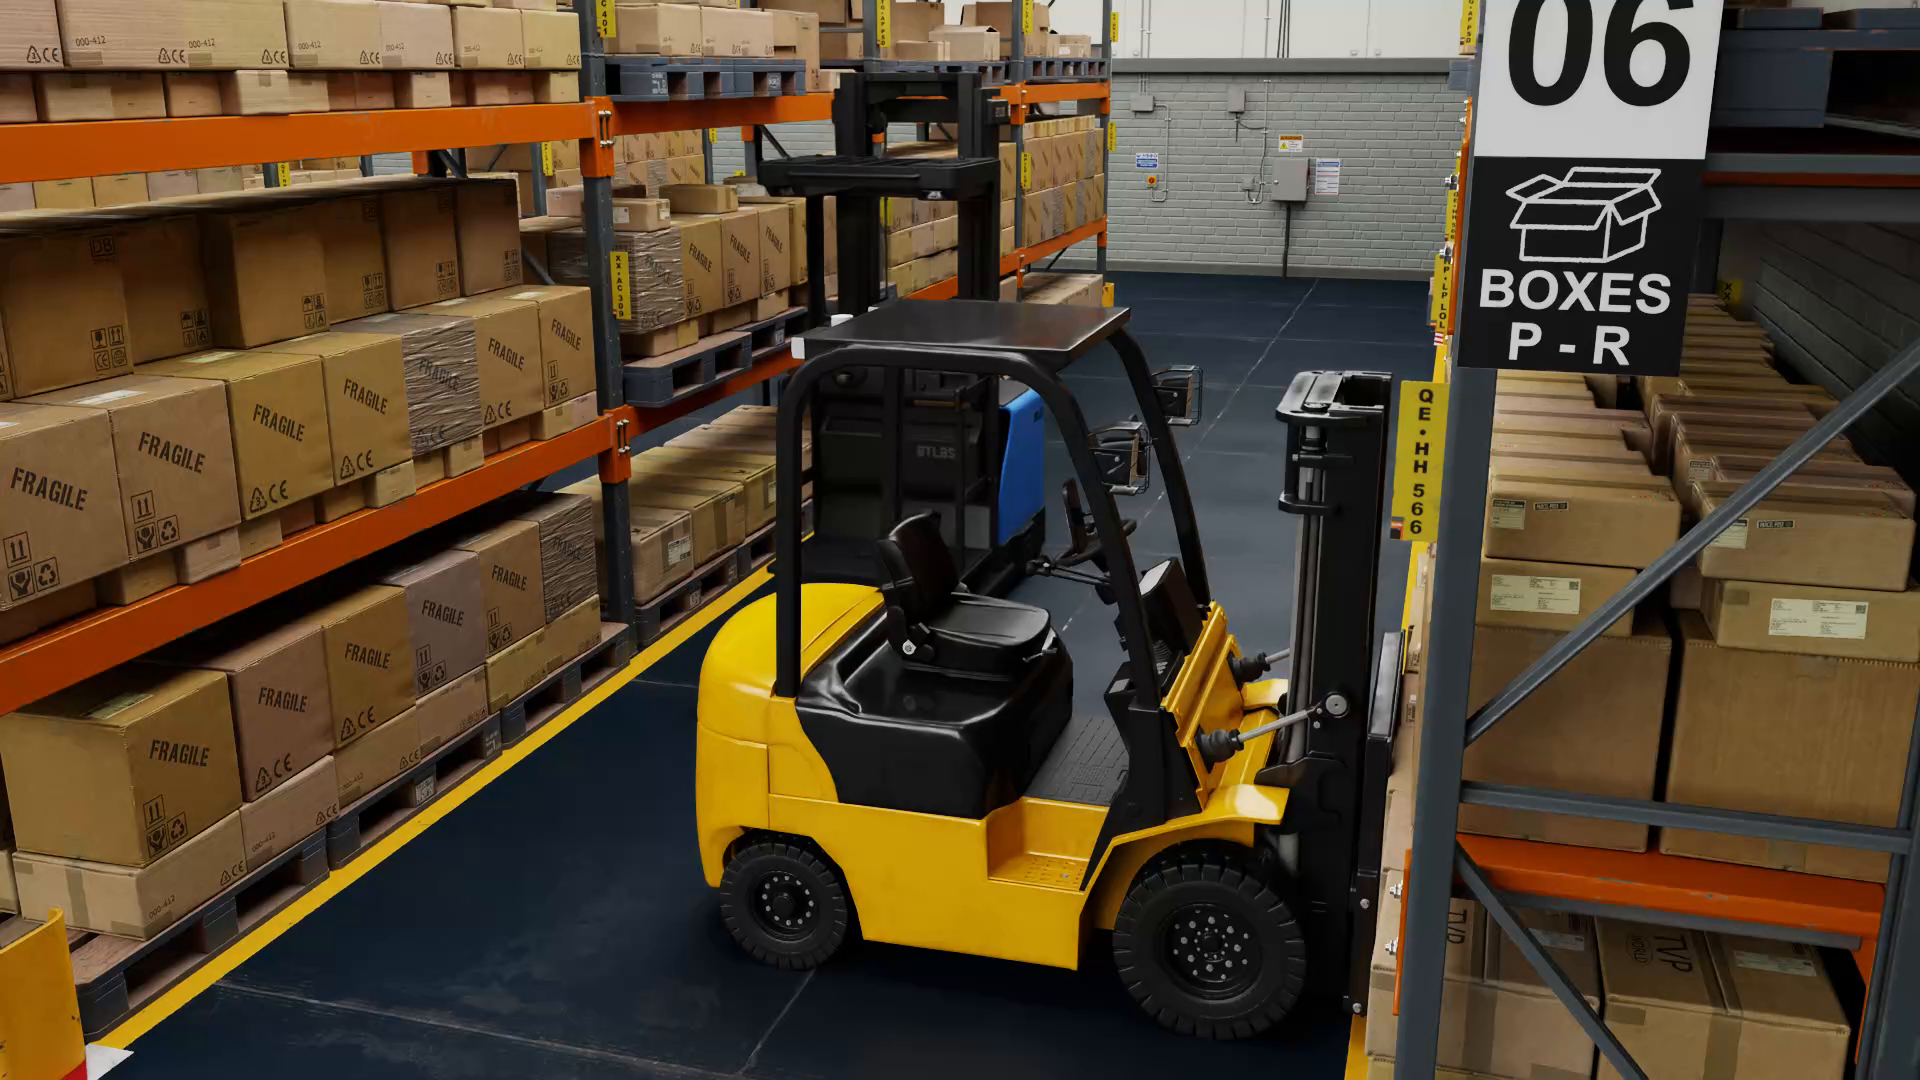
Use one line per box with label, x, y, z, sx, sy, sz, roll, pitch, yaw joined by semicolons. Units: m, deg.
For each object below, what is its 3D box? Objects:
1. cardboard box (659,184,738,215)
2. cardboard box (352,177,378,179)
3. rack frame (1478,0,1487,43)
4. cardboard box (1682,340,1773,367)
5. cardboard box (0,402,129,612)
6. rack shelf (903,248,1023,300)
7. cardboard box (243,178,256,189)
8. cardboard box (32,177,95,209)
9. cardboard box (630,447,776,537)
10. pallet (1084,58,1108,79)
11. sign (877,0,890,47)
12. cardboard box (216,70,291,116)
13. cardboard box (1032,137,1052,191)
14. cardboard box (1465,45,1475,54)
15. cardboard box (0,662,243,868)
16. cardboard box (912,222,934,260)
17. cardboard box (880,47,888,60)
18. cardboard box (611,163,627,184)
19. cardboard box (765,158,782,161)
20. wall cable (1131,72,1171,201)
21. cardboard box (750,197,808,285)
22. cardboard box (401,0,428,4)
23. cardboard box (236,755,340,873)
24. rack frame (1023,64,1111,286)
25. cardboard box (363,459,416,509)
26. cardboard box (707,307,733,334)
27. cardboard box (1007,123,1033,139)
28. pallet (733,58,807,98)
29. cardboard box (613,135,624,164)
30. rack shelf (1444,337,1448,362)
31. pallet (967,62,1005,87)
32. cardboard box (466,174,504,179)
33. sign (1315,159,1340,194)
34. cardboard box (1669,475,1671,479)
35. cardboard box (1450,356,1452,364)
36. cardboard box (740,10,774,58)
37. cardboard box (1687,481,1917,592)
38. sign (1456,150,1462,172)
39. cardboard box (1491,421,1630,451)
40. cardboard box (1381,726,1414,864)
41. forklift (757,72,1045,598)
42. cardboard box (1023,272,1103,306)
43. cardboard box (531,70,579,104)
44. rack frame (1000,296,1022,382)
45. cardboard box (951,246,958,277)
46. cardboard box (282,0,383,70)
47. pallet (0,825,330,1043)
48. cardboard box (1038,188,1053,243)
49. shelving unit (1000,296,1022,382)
cardboard box;-1.503;-1.961;9.561;0.380;0.149;0.250;6;17;19
cardboard box;-5.534;-3.346;15.730;0.380;0.149;0.250;4;16;15
rack frame;1.437;-2.324;2.532;1.000;3.000;0.127;5;16;16
cardboard box;2.378;-0.548;5.347;0.380;0.149;0.250;4;16;15
cardboard box;-2.922;-0.115;5.011;0.500;0.500;0.500;4;16;15
rack shelf;-0.481;-2.092;14.026;1.077;0.370;4.000;5;16;16
cardboard box;-8.741;-4.169;19.760;0.500;0.250;0.500;5;17;17
cardboard box;-6.392;-2.284;11.369;0.700;0.500;0.500;4;16;15
cardboard box;-1.642;-0.314;10.485;0.950;0.372;0.625;5;17;18
pallet;1.024;-5.213;18.378;1.003;0.211;1.213;5;16;16
sign;-0.529;-3.564;11.453;0.100;0.325;0.005;5;16;16
cardboard box;-2.554;-1.544;5.739;0.380;0.149;0.250;5;17;17
cardboard box;0.605;-3.728;16.460;0.500;0.500;0.500;4;16;15
cardboard box;3.969;-3.698;12.381;0.380;0.149;0.250;5;17;17
cardboard box;-2.822;0.742;5.610;0.500;0.500;0.500;4;16;14
cardboard box;-0.520;-2.332;12.911;0.500;0.250;0.500;5;17;17
cardboard box;-0.950;-3.882;12.568;0.700;0.500;0.500;4;16;13
cardboard box;-3.993;-3.879;18.279;0.500;0.500;0.500;4;16;15
cardboard box;-1.153;-2.599;12.481;0.500;0.500;0.500;4;16;14
wall cable;2.804;-5.989;24.526;0.585;1.953;0.123;5;16;16
cardboard box;-1.191;-1.899;10.530;0.500;0.500;0.500;3;16;12
cardboard box;-2.348;-2.200;6.592;0.380;0.149;0.250;4;16;15
cardboard box;-2.676;0.977;6.159;0.500;0.250;0.500;5;17;18
rack frame;1.224;-4.008;19.462;1.000;3.000;0.127;5;16;16
cardboard box;-2.410;-0.239;6.635;0.380;0.149;0.250;5;17;16
cardboard box;-1.526;-1.278;9.530;0.380;0.149;0.250;5;17;17
cardboard box;0.484;-3.933;15.995;0.380;0.149;0.250;5;17;17
pallet;-1.617;-2.646;9.507;1.213;0.211;1.003;5;16;16
cardboard box;-4.020;-4.356;18.130;0.500;0.500;0.500;5;17;17
rack shelf;3.143;-0.661;8.983;1.077;0.370;4.000;5;16;16
pallet;-0.126;-4.069;14.530;0.805;0.209;1.217;4;16;14
cardboard box;-4.690;-3.495;16.257;0.380;0.149;0.250;4;16;14
sign;5.309;-5.254;24.029;0.329;0.494;0.001;5;16;16
cardboard box;2.004;-0.067;4.198;0.380;0.149;0.250;4;16;14
cardboard box;1.971;-0.584;6.021;0.380;0.149;0.250;5;17;17
cardboard box;-1.370;-2.829;9.315;0.500;0.250;0.500;4;16;15
cardboard box;1.738;-0.012;3.459;0.380;0.149;0.250;4;16;15
sign;5.464;-4.082;18.138;0.100;0.325;0.005;5;16;16
cardboard box;1.426;-0.189;4.080;0.380;0.149;0.250;5;17;17
cardboard box;1.543;0.790;4.982;0.500;0.250;0.500;5;17;17
forklift;-0.392;-1.001;8.988;1.130;2.935;3.031;5;17;17
cardboard box;1.133;-2.797;19.118;0.875;0.438;0.875;4;16;14
cardboard box;-1.983;-2.084;7.643;0.380;0.149;0.250;5;17;16
rack frame;0.218;-0.909;11.287;0.400;1.500;0.023;5;17;17
cardboard box;-0.248;-2.353;13.903;0.500;0.250;0.500;5;16;16
cardboard box;-2.484;-1.847;6.078;0.500;0.250;0.500;5;17;17
pallet;-3.036;1.290;5.894;1.003;0.211;1.213;5;16;16
cardboard box;0.619;-3.243;16.583;0.500;0.500;0.500;5;17;16
shelving unit;0.107;-0.814;10.951;0.431;1.500;0.755;5;17;17
